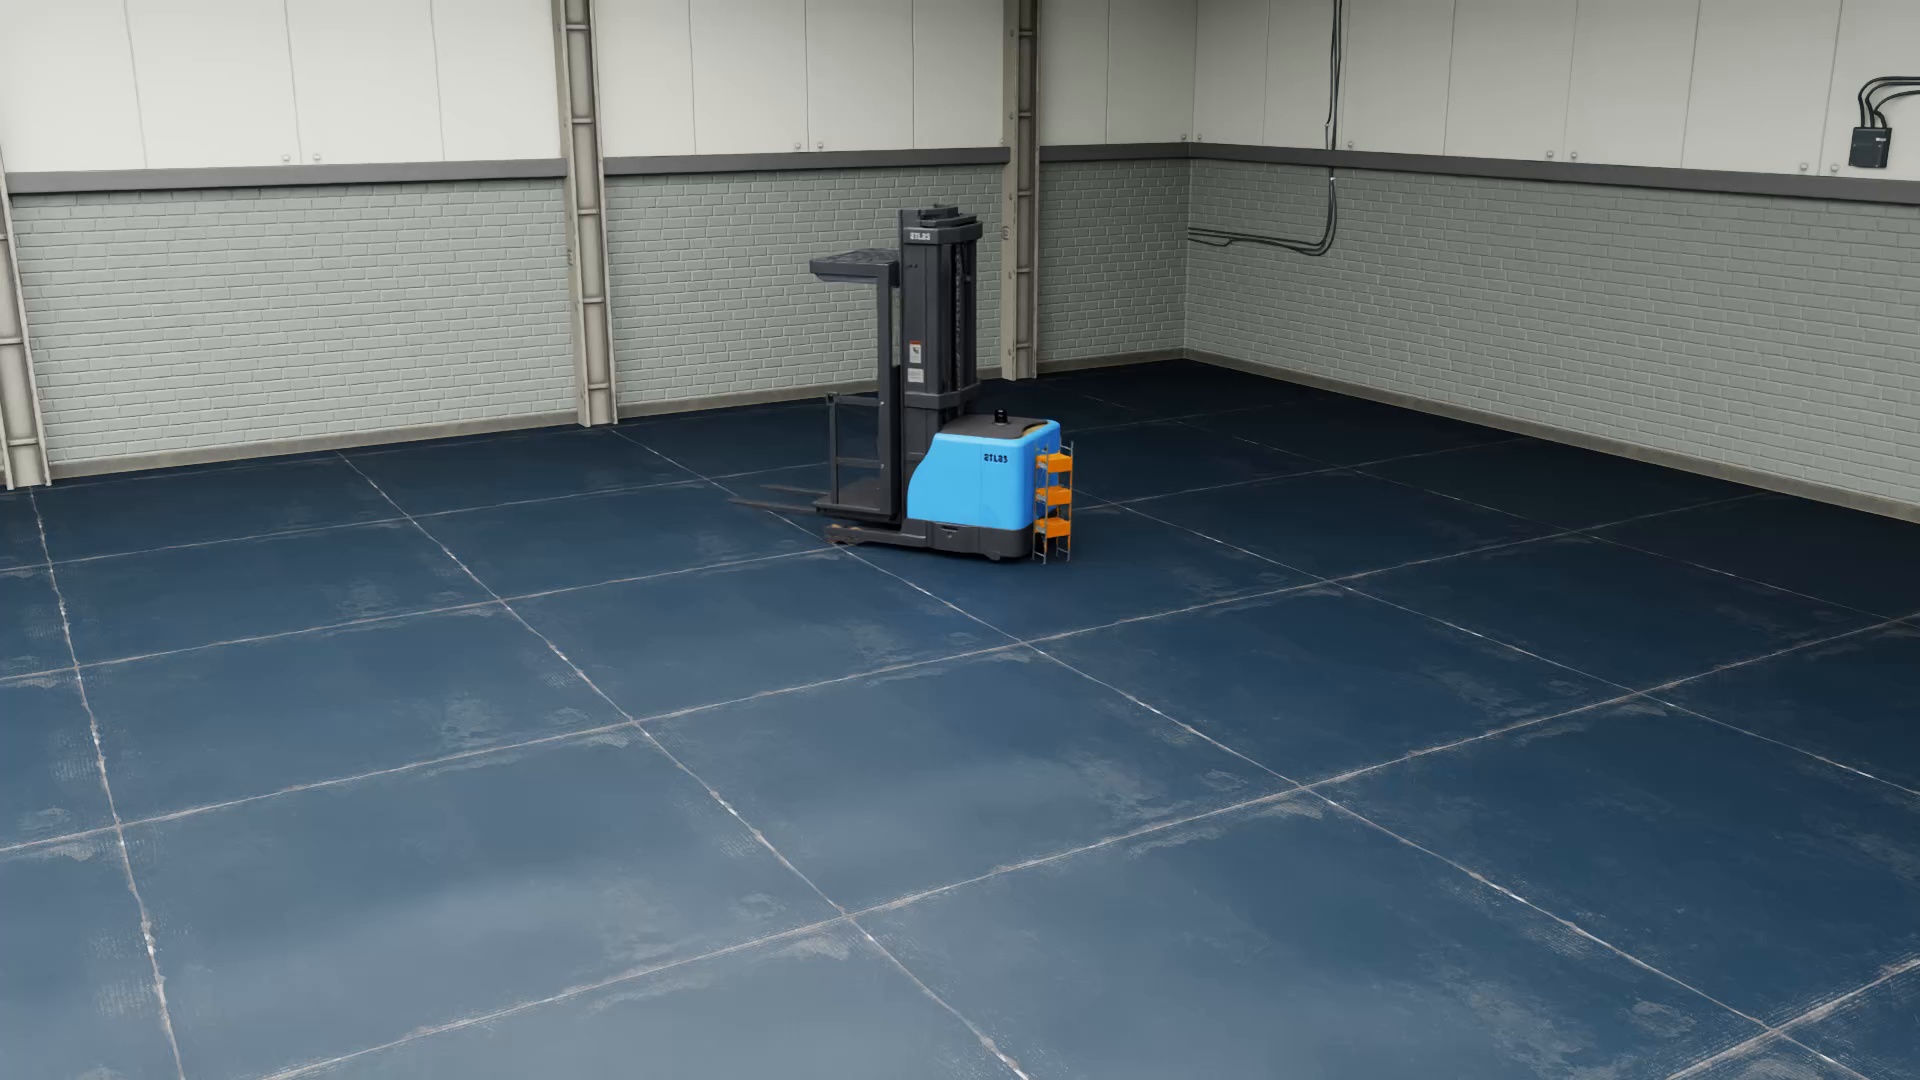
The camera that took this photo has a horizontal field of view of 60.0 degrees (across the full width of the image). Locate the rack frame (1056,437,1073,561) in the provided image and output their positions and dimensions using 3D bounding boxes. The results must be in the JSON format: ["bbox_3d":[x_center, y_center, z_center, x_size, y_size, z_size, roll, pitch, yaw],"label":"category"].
[{"bbox_3d":[0.894,-0.348,14.205,0.008,1.050,0.200,-8,18,-29],"label":"rack frame"}]

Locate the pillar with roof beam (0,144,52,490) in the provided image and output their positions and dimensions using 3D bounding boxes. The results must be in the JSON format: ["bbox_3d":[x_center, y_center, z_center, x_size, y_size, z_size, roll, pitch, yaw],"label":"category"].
[{"bbox_3d":[-7.261,-3.903,12.163,0.400,9.000,9.100,-9,18,-30],"label":"pillar with roof beam"}]

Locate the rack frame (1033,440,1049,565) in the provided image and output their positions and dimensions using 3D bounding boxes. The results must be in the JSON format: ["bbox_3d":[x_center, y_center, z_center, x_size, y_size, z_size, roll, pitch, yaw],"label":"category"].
[{"bbox_3d":[0.682,-0.318,14.087,0.008,1.050,0.200,-8,18,-29],"label":"rack frame"}]

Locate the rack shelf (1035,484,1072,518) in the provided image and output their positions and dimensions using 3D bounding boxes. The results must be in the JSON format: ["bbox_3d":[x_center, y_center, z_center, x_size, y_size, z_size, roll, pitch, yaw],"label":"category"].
[{"bbox_3d":[0.788,-0.322,14.149,0.240,0.259,0.215,-8,18,-29],"label":"rack shelf"}]

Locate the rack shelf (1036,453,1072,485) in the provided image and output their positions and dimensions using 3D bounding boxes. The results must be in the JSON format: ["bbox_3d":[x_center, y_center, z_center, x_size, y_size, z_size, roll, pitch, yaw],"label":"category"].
[{"bbox_3d":[0.791,-0.596,14.074,0.240,0.259,0.215,-8,18,-29],"label":"rack shelf"}]

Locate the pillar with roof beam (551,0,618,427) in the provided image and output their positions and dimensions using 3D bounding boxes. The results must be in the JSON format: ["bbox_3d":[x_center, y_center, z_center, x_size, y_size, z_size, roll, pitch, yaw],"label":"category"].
[{"bbox_3d":[-2.118,-4.737,15.138,0.400,9.000,9.100,-9,18,-30],"label":"pillar with roof beam"}]

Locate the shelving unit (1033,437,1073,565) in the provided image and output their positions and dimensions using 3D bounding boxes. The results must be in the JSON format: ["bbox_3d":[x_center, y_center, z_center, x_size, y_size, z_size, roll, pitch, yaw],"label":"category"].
[{"bbox_3d":[0.788,-0.333,14.146,0.252,1.050,0.215,-8,18,-29],"label":"shelving unit"}]

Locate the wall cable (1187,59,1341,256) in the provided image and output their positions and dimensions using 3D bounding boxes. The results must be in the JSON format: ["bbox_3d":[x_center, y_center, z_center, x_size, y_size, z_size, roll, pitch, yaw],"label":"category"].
[{"bbox_3d":[4.014,-5.176,22.455,0.112,2.526,3.097,-9,18,-30],"label":"wall cable"}]

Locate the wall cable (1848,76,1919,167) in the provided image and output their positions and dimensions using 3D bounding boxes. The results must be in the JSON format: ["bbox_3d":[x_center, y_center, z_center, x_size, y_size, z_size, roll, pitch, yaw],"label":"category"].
[{"bbox_3d":[8.890,-6.110,13.734,0.169,6.003,2.305,-9,18,-30],"label":"wall cable"}]

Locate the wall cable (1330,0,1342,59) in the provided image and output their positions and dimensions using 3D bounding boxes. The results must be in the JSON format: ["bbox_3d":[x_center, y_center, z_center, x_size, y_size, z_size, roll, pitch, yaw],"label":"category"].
[{"bbox_3d":[5.408,-6.982,19.541,0.112,2.526,3.097,-9,18,-30],"label":"wall cable"}]

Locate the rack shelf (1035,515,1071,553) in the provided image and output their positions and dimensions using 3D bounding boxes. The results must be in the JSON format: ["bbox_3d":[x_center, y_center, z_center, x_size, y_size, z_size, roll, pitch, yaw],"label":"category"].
[{"bbox_3d":[0.785,-0.054,14.222,0.240,0.259,0.215,-8,18,-29],"label":"rack shelf"}]

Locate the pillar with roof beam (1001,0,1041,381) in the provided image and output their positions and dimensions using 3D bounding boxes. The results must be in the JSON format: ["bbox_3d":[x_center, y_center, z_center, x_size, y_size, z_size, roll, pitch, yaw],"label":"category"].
[{"bbox_3d":[3.025,-5.572,18.114,0.400,9.000,9.100,-9,18,-30],"label":"pillar with roof beam"}]

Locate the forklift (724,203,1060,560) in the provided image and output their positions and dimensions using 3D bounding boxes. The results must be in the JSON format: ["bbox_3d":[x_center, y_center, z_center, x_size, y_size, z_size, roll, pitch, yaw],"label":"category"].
[{"bbox_3d":[-0.664,-1.480,14.761,3.031,2.935,1.130,7,17,23],"label":"forklift"}]
